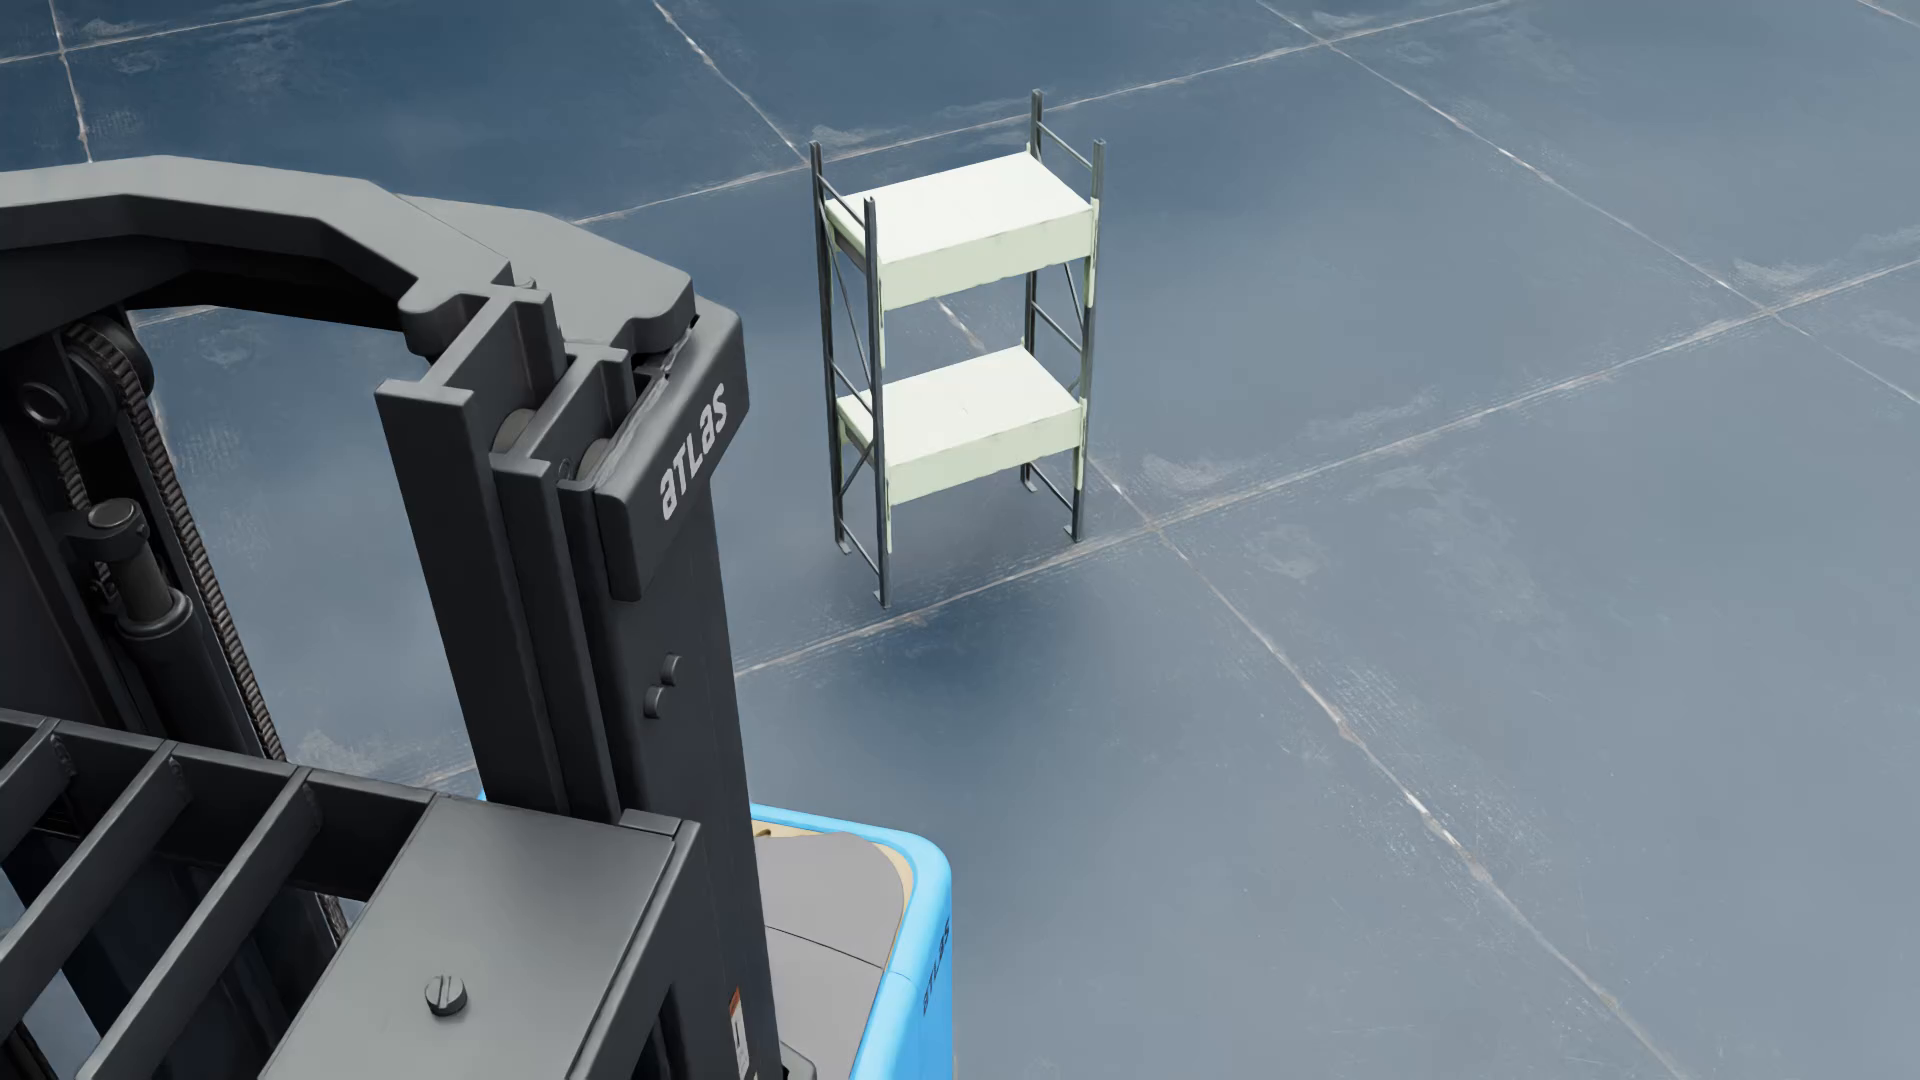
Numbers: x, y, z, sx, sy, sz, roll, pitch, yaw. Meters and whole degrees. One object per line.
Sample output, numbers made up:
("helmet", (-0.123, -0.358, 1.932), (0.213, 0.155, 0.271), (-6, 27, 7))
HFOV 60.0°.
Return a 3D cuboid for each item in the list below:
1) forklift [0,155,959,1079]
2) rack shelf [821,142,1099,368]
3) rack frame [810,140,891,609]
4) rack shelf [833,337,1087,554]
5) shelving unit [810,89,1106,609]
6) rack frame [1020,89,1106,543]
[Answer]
("forklift", (-0.843, 1.163, 2.108), (1.130, 2.935, 3.031), (9, 41, 10))
("rack shelf", (-0.006, -0.868, 5.011), (0.720, 0.370, 0.431), (-19, 44, -21))
("rack frame", (-0.331, -0.461, 5.134), (0.023, 1.500, 0.400), (-19, 44, -21))
("rack shelf", (-0.006, -0.322, 5.474), (0.720, 0.370, 0.431), (-19, 44, -21))
("shelving unit", (-0.006, -0.570, 5.263), (0.755, 1.500, 0.431), (-19, 44, -21))
("rack frame", (0.319, -0.680, 5.392), (0.023, 1.500, 0.400), (-19, 44, -21))
